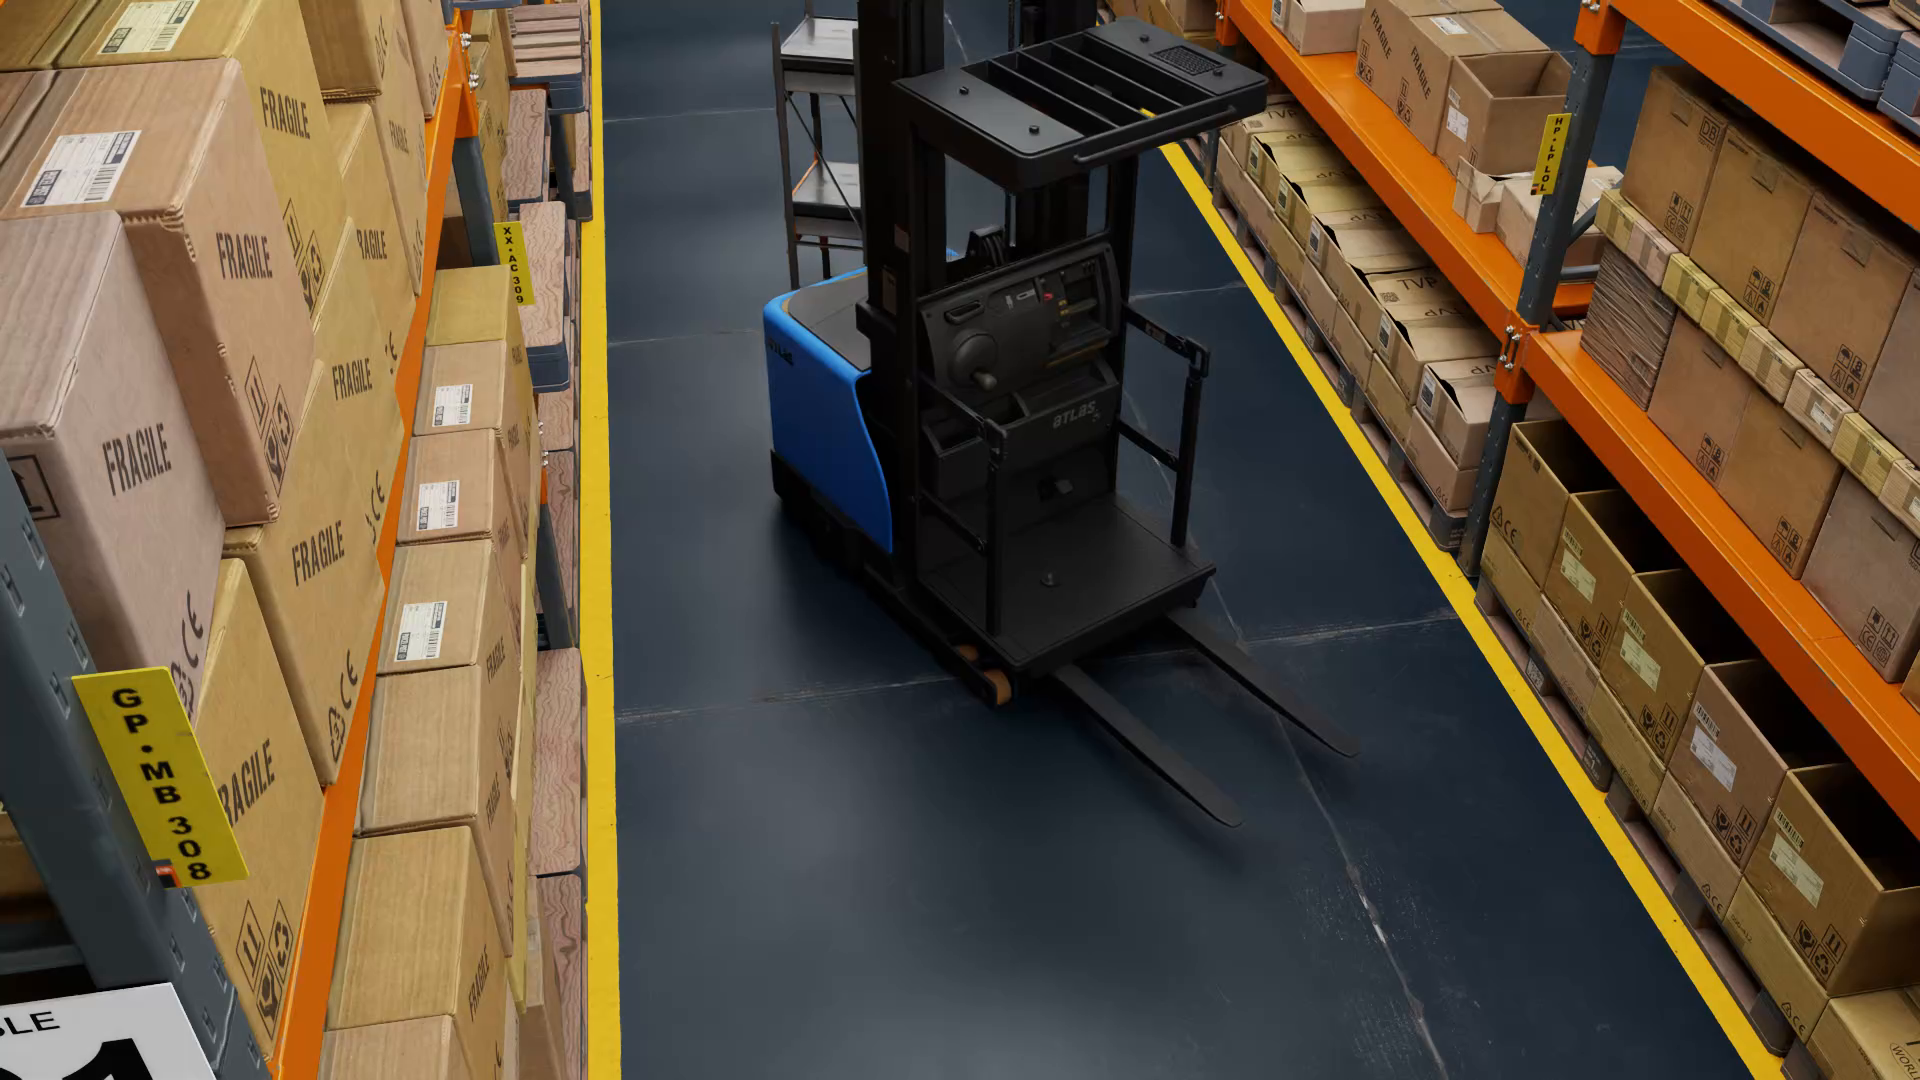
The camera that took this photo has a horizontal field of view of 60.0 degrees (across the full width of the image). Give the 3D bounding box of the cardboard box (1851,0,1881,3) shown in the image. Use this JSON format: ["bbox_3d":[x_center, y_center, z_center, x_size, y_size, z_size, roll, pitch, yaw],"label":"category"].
[{"bbox_3d":[2.698,-1.810,4.806,0.500,0.311,0.500,-8,39,-10],"label":"cardboard box"}]

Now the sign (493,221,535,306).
[{"bbox_3d":[-1.569,-0.968,5.845,0.100,0.325,0.005,-6,38,-8],"label":"sign"}]

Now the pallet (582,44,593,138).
[{"bbox_3d":[-3.078,-3.098,11.565,1.003,0.211,1.213,-6,38,-8],"label":"pallet"}]

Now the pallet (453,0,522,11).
[{"bbox_3d":[-2.105,-2.058,5.662,1.213,0.211,1.003,-6,38,-8],"label":"pallet"}]

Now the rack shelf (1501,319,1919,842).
[{"bbox_3d":[3.125,0.394,5.384,1.077,0.370,4.000,-6,38,-8],"label":"rack shelf"}]

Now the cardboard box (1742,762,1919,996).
[{"bbox_3d":[2.899,1.047,5.244,0.500,0.500,0.500,-6,38,-8],"label":"cardboard box"}]

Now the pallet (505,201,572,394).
[{"bbox_3d":[-2.093,-0.965,6.703,1.003,0.211,1.213,-6,38,-8],"label":"pallet"}]

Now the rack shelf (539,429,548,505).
[{"bbox_3d":[-1.751,0.929,4.696,1.077,0.370,4.000,-6,38,-8],"label":"rack shelf"}]

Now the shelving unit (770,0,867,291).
[{"bbox_3d":[-0.558,-1.516,7.979,0.431,2.100,0.503,7,38,11],"label":"shelving unit"}]

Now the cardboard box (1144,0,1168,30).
[{"bbox_3d":[1.588,-3.553,11.557,0.500,0.500,0.500,-8,38,-10],"label":"cardboard box"}]

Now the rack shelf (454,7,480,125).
[{"bbox_3d":[-2.453,-2.672,6.885,1.077,0.370,4.000,-6,38,-8],"label":"rack shelf"}]

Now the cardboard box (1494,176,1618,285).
[{"bbox_3d":[2.645,-1.332,7.141,0.500,0.250,0.500,-4,38,-5],"label":"cardboard box"}]

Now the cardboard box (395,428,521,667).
[{"bbox_3d":[-1.544,0.051,4.735,0.500,0.500,0.500,-7,38,-9],"label":"cardboard box"}]

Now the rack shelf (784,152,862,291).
[{"bbox_3d":[-0.558,-1.505,7.987,0.431,0.518,0.480,7,38,11],"label":"rack shelf"}]

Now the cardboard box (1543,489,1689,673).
[{"bbox_3d":[2.643,0.141,6.412,0.500,0.500,0.500,-6,38,-8],"label":"cardboard box"}]

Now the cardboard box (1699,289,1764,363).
[{"bbox_3d":[2.769,-0.745,5.654,0.380,0.149,0.250,-7,38,-8],"label":"cardboard box"}]

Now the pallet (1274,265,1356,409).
[{"bbox_3d":[2.389,-1.176,9.092,1.003,0.211,1.213,-6,38,-8],"label":"pallet"}]

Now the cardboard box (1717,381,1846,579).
[{"bbox_3d":[3.041,-0.249,5.544,0.700,0.500,0.500,-6,38,-7],"label":"cardboard box"}]

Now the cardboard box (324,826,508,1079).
[{"bbox_3d":[-1.265,0.988,3.528,0.500,0.500,0.500,-6,38,-8],"label":"cardboard box"}]

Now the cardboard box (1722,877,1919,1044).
[{"bbox_3d":[2.902,1.343,5.475,0.500,0.250,0.500,-6,38,-8],"label":"cardboard box"}]

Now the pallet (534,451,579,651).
[{"bbox_3d":[-2.240,0.068,7.490,1.003,0.211,1.213,-6,38,-8],"label":"pallet"}]

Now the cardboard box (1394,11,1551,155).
[{"bbox_3d":[2.476,-2.224,8.086,0.500,0.500,0.500,-6,38,-8],"label":"cardboard box"}]

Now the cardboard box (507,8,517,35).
[{"bbox_3d":[-2.711,-2.909,8.610,0.700,0.500,0.500,-11,39,-13],"label":"cardboard box"}]

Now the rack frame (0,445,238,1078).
[{"bbox_3d":[-1.401,-0.516,1.079,1.000,3.000,0.127,-6,38,-8],"label":"rack frame"}]

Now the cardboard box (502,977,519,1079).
[{"bbox_3d":[-1.279,1.263,3.785,0.500,0.250,0.500,-7,38,-9],"label":"cardboard box"}]

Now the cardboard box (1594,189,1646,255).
[{"bbox_3d":[2.631,-1.211,6.253,0.380,0.149,0.250,-6,38,-8],"label":"cardboard box"}]

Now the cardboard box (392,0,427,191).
[{"bbox_3d":[-1.694,-1.210,4.319,0.500,0.500,0.500,-9,39,-12],"label":"cardboard box"}]

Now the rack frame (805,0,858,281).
[{"bbox_3d":[-0.503,-1.659,8.169,0.400,2.100,0.015,7,38,11],"label":"rack frame"}]

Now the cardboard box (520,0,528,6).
[{"bbox_3d":[-2.633,-3.111,9.499,0.380,0.149,0.250,-7,38,-9],"label":"cardboard box"}]

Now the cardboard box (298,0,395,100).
[{"bbox_3d":[-1.539,-1.272,3.585,0.500,0.500,0.500,-7,38,-10],"label":"cardboard box"}]

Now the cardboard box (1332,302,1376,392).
[{"bbox_3d":[2.239,-1.012,8.507,0.500,0.250,0.500,-5,38,-7],"label":"cardboard box"}]

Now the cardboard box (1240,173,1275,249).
[{"bbox_3d":[1.965,-1.943,9.705,0.500,0.250,0.500,-7,38,-9],"label":"cardboard box"}]

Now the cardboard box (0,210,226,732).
[{"bbox_3d":[-1.229,-0.033,1.989,0.500,0.500,0.500,-9,39,-11],"label":"cardboard box"}]

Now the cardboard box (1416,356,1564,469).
[{"bbox_3d":[2.421,-0.613,7.536,0.500,0.311,0.500,-6,38,-8],"label":"cardboard box"}]

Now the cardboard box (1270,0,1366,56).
[{"bbox_3d":[2.039,-2.918,9.134,0.500,0.311,0.500,-7,38,-8],"label":"cardboard box"}]

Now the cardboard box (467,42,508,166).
[{"bbox_3d":[-2.395,-1.820,7.208,0.700,0.500,0.500,-1,38,-2],"label":"cardboard box"}]

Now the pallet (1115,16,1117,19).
[{"bbox_3d":[1.769,-3.603,12.216,1.003,0.211,1.213,-6,38,-8],"label":"pallet"}]

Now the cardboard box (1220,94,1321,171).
[{"bbox_3d":[1.876,-2.468,9.923,0.500,0.311,0.500,-5,38,-6],"label":"cardboard box"}]

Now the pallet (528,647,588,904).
[{"bbox_3d":[-1.949,0.940,6.368,1.003,0.211,1.213,-6,38,-8],"label":"pallet"}]

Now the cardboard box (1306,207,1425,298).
[{"bbox_3d":[2.154,-1.533,8.720,0.500,0.311,0.500,-7,38,-9],"label":"cardboard box"}]

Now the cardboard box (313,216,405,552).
[{"bbox_3d":[-1.367,-0.249,3.083,0.500,0.500,0.500,-5,38,-6],"label":"cardboard box"}]

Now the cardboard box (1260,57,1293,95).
[{"bbox_3d":[2.275,-3.006,10.854,0.500,0.500,0.500,-5,38,-6],"label":"cardboard box"}]

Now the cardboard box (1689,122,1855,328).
[{"bbox_3d":[2.948,-1.077,5.553,0.700,0.500,0.500,-6,38,-8],"label":"cardboard box"}]

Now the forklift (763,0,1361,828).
[{"bbox_3d":[0.378,-0.809,6.402,1.130,2.935,3.031,-24,44,-28],"label":"forklift"}]

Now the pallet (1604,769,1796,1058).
[{"bbox_3d":[3.090,1.226,5.999,1.003,0.211,1.213,-6,38,-8],"label":"pallet"}]

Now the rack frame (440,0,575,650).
[{"bbox_3d":[-2.102,-0.563,6.030,1.000,3.000,0.127,-6,38,-8],"label":"rack frame"}]

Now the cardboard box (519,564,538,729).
[{"bbox_3d":[-1.538,0.346,4.966,0.500,0.250,0.500,-6,38,-8],"label":"cardboard box"}]

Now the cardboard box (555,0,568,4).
[{"bbox_3d":[-2.950,-3.284,10.942,0.750,0.750,0.750,-6,38,-8],"label":"cardboard box"}]

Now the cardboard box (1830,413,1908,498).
[{"bbox_3d":[2.906,-0.275,5.049,0.380,0.149,0.250,-7,38,-8],"label":"cardboard box"}]

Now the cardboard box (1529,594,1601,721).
[{"bbox_3d":[2.640,0.437,6.641,0.500,0.250,0.500,-6,38,-8],"label":"cardboard box"}]
